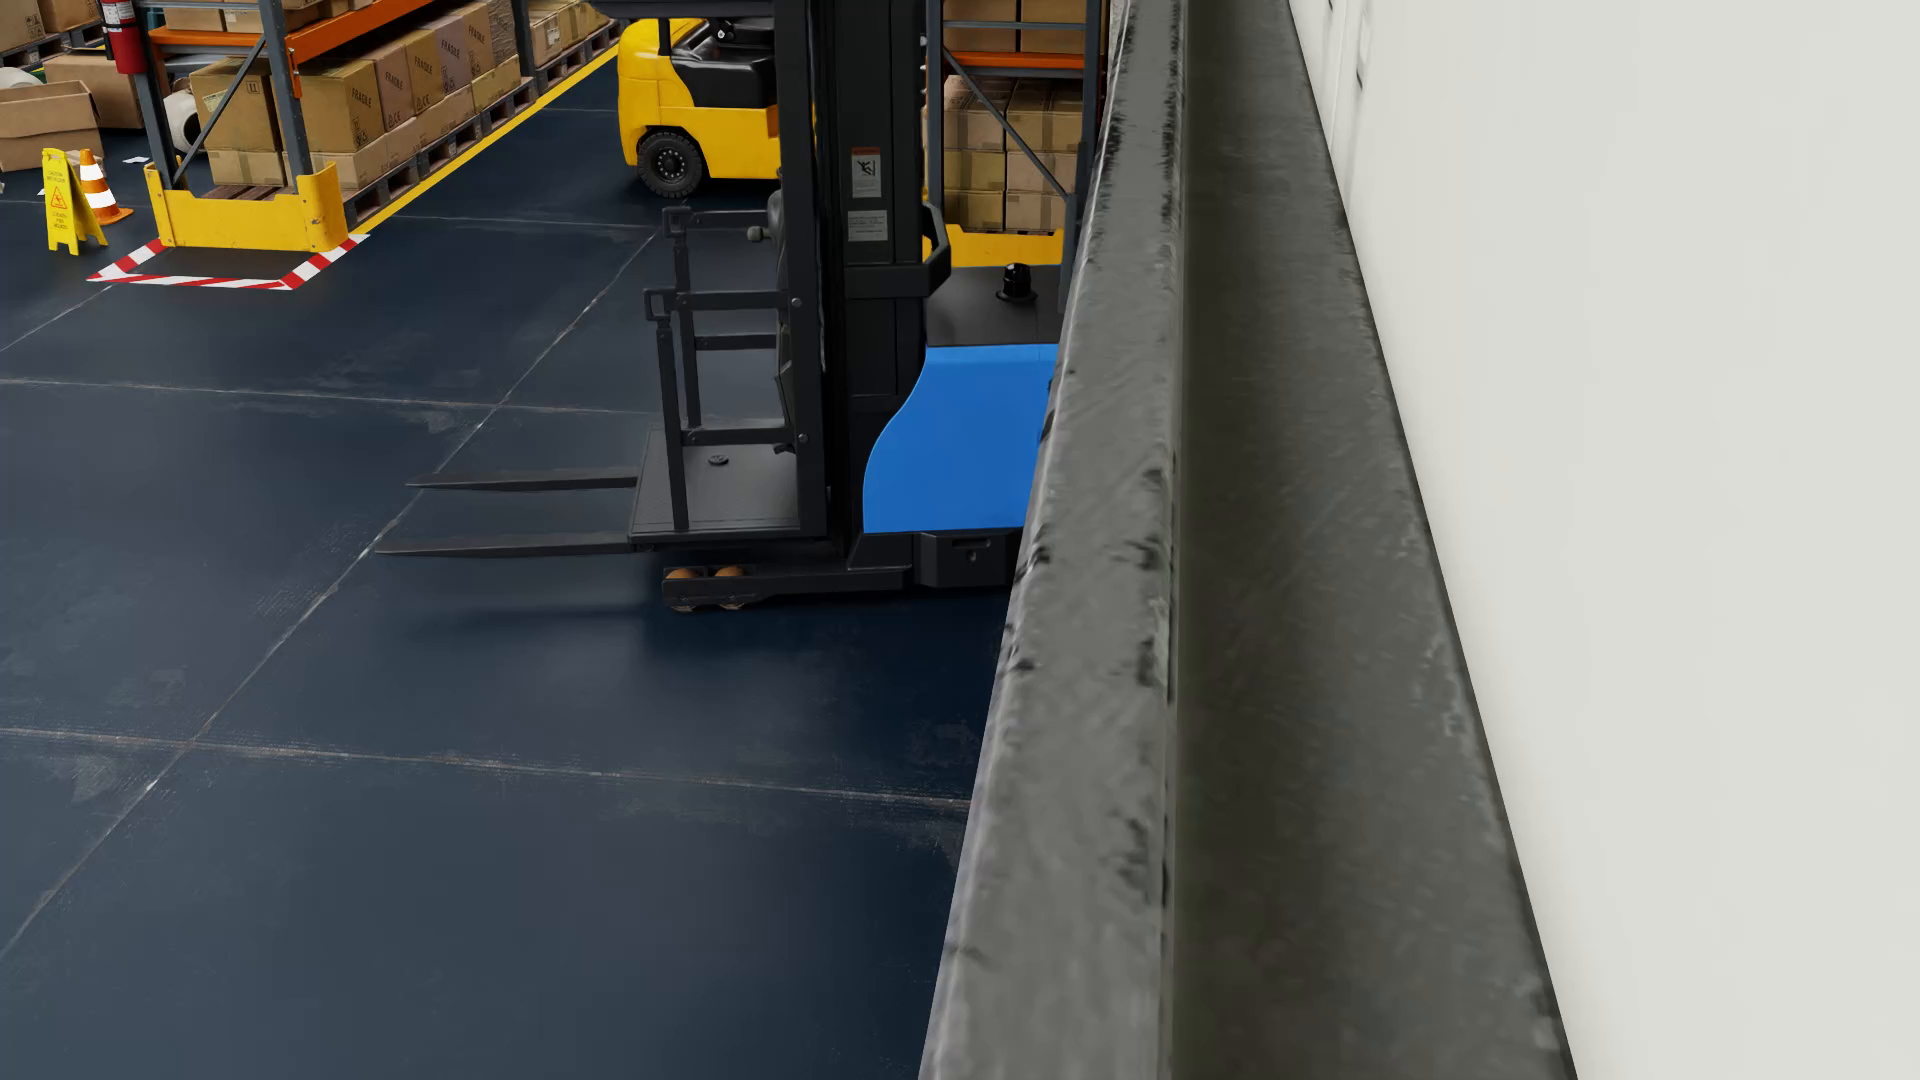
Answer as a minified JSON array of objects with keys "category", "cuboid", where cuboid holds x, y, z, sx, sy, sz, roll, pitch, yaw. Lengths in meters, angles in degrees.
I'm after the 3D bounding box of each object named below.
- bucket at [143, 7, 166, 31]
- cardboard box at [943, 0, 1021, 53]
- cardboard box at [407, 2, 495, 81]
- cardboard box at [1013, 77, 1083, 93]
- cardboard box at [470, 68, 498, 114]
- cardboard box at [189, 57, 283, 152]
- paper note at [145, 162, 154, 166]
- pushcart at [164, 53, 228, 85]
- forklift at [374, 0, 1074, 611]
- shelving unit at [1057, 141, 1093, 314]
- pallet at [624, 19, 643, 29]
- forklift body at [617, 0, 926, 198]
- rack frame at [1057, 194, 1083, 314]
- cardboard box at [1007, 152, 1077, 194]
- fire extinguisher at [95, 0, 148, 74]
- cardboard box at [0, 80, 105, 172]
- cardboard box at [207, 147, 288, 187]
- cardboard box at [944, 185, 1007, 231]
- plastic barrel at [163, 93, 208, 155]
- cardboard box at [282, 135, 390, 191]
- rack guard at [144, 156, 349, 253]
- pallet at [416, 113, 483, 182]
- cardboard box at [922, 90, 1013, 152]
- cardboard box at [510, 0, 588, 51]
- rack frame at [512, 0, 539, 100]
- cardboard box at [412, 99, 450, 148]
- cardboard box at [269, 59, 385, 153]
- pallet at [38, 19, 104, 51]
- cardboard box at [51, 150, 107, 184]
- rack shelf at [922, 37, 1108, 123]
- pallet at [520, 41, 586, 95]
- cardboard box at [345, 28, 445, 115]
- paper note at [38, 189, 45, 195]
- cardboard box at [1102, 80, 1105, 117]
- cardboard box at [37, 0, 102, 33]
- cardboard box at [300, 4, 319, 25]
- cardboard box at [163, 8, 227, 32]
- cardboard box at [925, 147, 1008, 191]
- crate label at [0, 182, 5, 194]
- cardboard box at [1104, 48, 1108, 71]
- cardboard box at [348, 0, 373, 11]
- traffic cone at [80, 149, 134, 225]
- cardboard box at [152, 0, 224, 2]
[{"category":"bucket","cuboid":[-6.782,-4.395,14.094,0.726,0.611,0.620,14,21,24]},{"category":"cardboard box","cuboid":[0.108,-3.246,10.007,0.500,0.500,0.500,3,28,5]},{"category":"cardboard box","cuboid":[-3.995,-3.896,12.984,0.500,0.500,0.500,4,29,7]},{"category":"cardboard box","cuboid":[0.612,-2.820,10.725,0.500,0.250,0.500,3,28,6]},{"category":"cardboard box","cuboid":[-3.990,-3.554,13.141,0.500,0.250,0.500,3,28,5]},{"category":"cardboard box","cuboid":[-4.779,-2.939,11.208,0.500,0.500,0.500,4,29,7]},{"category":"paper note","cuboid":[-6.078,-2.824,12.481,0.032,0.001,0.123,3,28,6]},{"category":"pushcart","cuboid":[-6.398,-4.079,14.424,1.648,0.377,0.936,-6,29,-11]},{"category":"forklift","cuboid":[-0.880,-1.266,6.509,3.031,2.935,1.130,-2,28,-4]},{"category":"shelving unit","cuboid":[0.677,-0.846,7.178,0.587,1.500,1.083,5,25,4]},{"category":"pallet","cuboid":[-3.736,-5.412,17.074,1.003,0.211,1.213,3,28,6]},{"category":"forklift body","cuboid":[-1.270,-3.580,11.628,2.313,2.155,1.214,3,28,6]},{"category":"rack frame","cuboid":[0.622,-0.631,6.711,0.500,1.500,0.032,5,25,4]},{"category":"cardboard box","cuboid":[0.572,-2.359,10.395,0.500,0.250,0.500,4,29,7]},{"category":"fire extinguisher","cuboid":[-5.090,-3.181,10.073,0.296,0.674,0.183,3,28,6]},{"category":"cardboard box","cuboid":[-6.916,-3.117,12.505,0.797,0.503,0.637,-17,33,-29]},{"category":"cardboard box","cuboid":[-4.784,-2.624,11.414,0.500,0.250,0.500,3,28,6]},{"category":"cardboard box","cuboid":[0.052,-2.169,10.570,0.500,0.250,0.500,4,29,7]},{"category":"plastic barrel","cuboid":[-5.868,-3.168,12.684,0.421,0.421,0.512,-24,36,-37]},{"category":"cardboard box","cuboid":[-4.245,-2.580,11.333,0.500,0.250,0.500,3,28,6]},{"category":"rack guard","cuboid":[-4.609,-2.177,10.764,1.175,0.500,0.348,3,28,6]},{"category":"pallet","cuboid":[-4.323,-3.003,12.602,1.003,0.211,1.213,3,28,6]},{"category":"cardboard box","cuboid":[0.055,-2.605,10.324,0.500,0.250,0.500,4,29,8]},{"category":"cardboard box","cuboid":[-3.982,-4.738,15.211,0.950,0.372,0.625,5,29,9]},{"category":"rack frame","cuboid":[-4.129,-5.125,13.600,1.000,3.000,0.127,3,28,6]},{"category":"cardboard box","cuboid":[-4.121,-3.077,12.256,0.500,0.250,0.500,5,29,10]},{"category":"cardboard box","cuboid":[-4.243,-2.921,11.175,0.500,0.500,0.500,2,28,4]},{"category":"pallet","cuboid":[-8.887,-5.081,16.458,1.003,0.211,1.213,3,28,6]},{"category":"cardboard box","cuboid":[-6.463,-2.721,12.144,0.380,0.149,0.250,20,34,32]},{"category":"rack shelf","cuboid":[0.553,-3.580,11.491,1.077,0.370,4.000,3,28,6]},{"category":"pallet","cuboid":[-4.035,-4.264,14.942,1.003,0.211,1.213,3,28,6]},{"category":"cardboard box","cuboid":[-4.114,-3.403,12.070,0.500,0.500,0.500,4,29,7]},{"category":"paper note","cuboid":[-6.478,-2.495,11.850,0.148,0.019,0.142,-6,29,-11]},{"category":"cardboard box","cuboid":[0.755,-3.075,11.724,0.500,0.250,0.500,3,28,6]},{"category":"cardboard box","cuboid":[-8.945,-5.311,15.874,1.050,0.750,0.750,3,28,6]},{"category":"cardboard box","cuboid":[-4.355,-3.399,10.661,0.380,0.149,0.250,4,29,7]},{"category":"cardboard box","cuboid":[-4.785,-3.320,10.514,0.380,0.149,0.250,4,29,8]},{"category":"cardboard box","cuboid":[0.057,-2.397,10.466,0.500,0.250,0.500,3,28,6]},{"category":"crate label","cuboid":[-6.955,-2.537,11.815,0.250,0.136,0.298,-11,30,-20]},{"category":"cardboard box","cuboid":[0.807,-3.533,12.047,0.500,0.250,0.500,4,29,7]},{"category":"cardboard box","cuboid":[-4.165,-3.636,11.101,0.380,0.149,0.250,4,29,7]},{"category":"traffic cone","cuboid":[-5.846,-2.402,11.222,0.336,0.463,0.334,3,28,6]},{"category":"cardboard box","cuboid":[-4.826,-3.688,10.515,0.500,0.500,0.500,3,28,5]}]
